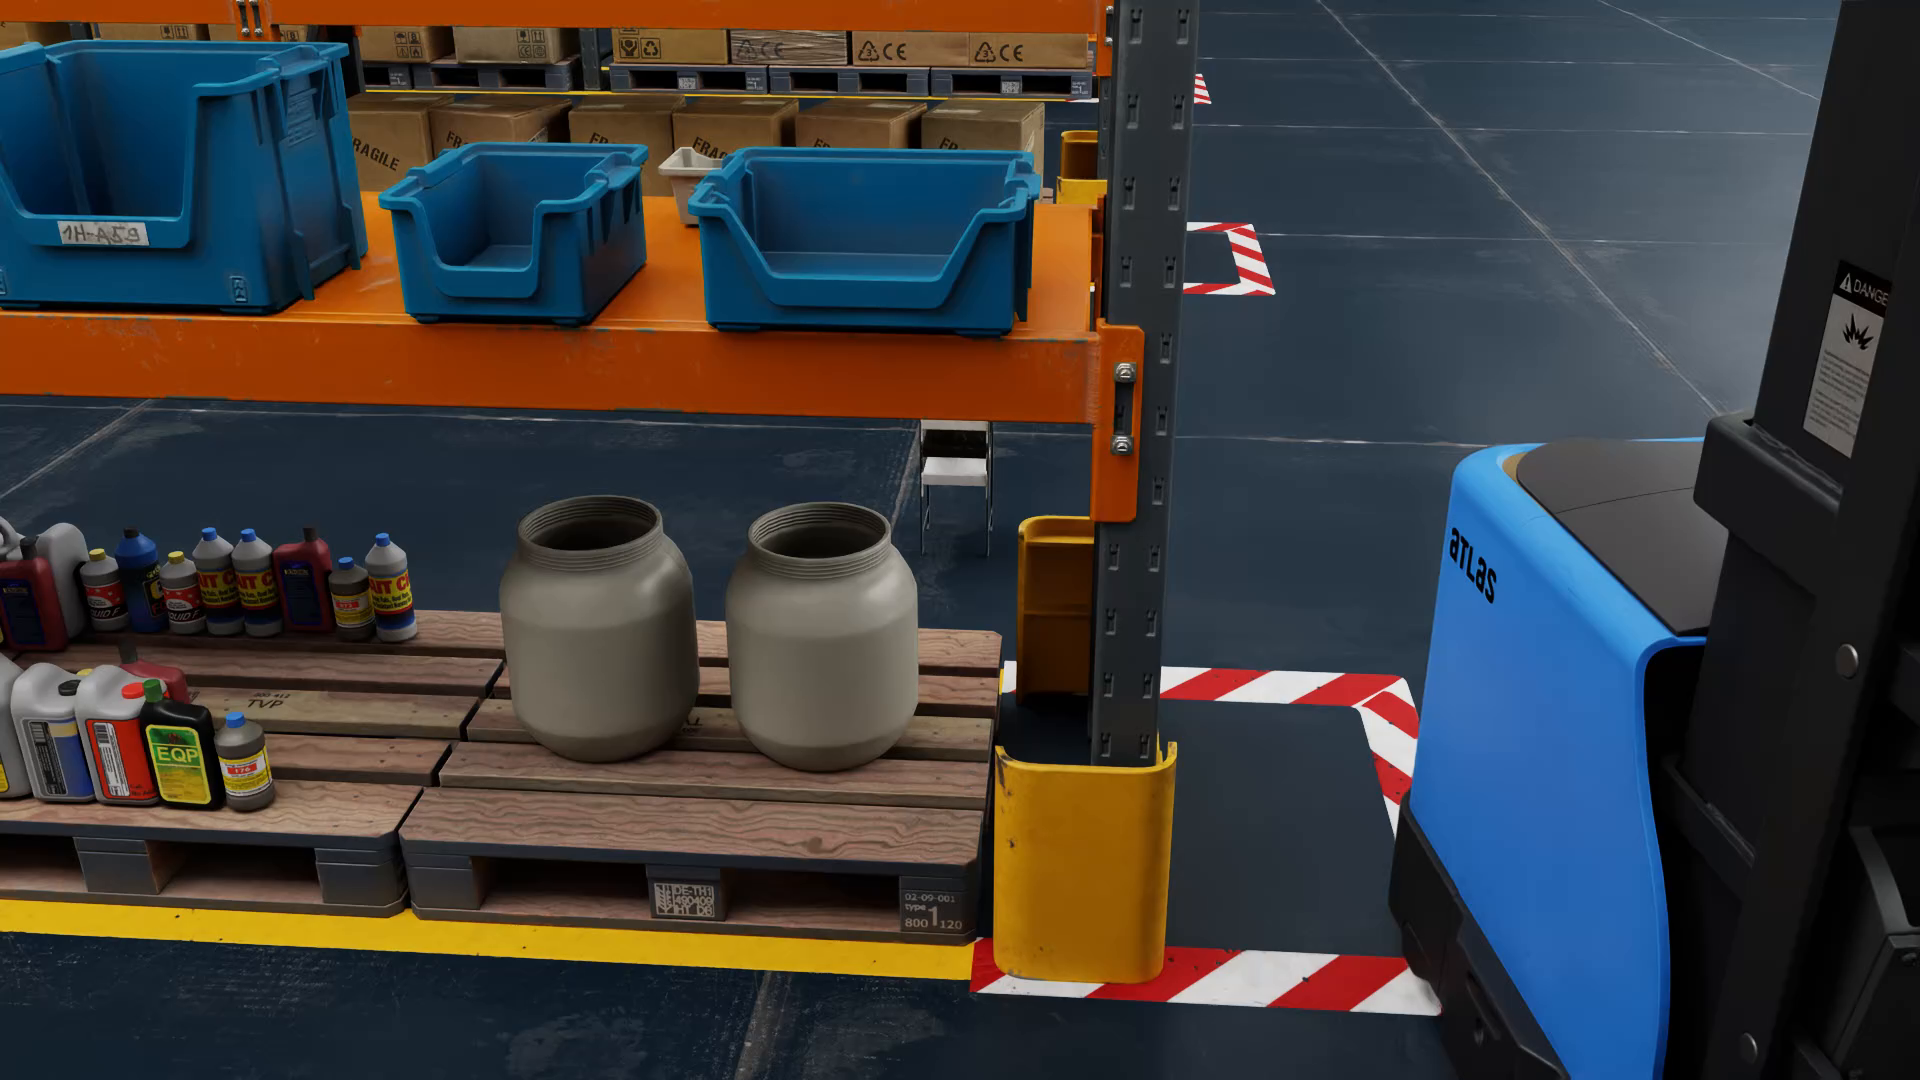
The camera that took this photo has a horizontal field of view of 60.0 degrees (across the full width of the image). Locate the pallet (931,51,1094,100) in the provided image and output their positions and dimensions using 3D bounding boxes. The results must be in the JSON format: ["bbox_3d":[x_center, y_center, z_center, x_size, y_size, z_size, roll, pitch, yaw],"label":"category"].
[{"bbox_3d":[0.416,-3.594,12.807,1.213,0.211,1.003,2,25,4],"label":"pallet"}]

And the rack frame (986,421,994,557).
[{"bbox_3d":[0.093,-0.406,5.055,0.006,0.900,0.240,2,25,4],"label":"rack frame"}]

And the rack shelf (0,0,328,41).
[{"bbox_3d":[-5.244,-2.669,8.322,4.000,0.370,1.077,2,25,4],"label":"rack shelf"}]

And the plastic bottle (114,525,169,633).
[{"bbox_3d":[-2.068,0.092,4.199,0.097,0.271,0.097,0,25,0],"label":"plastic bottle"}]

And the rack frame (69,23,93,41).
[{"bbox_3d":[-6.757,-5.123,12.796,0.127,3.000,1.000,2,25,4],"label":"rack frame"}]

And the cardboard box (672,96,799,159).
[{"bbox_3d":[-1.104,-1.918,8.319,0.500,0.500,0.500,4,25,9],"label":"cardboard box"}]

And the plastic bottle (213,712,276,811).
[{"bbox_3d":[-1.505,0.456,3.492,0.097,0.201,0.097,0,25,0],"label":"plastic bottle"}]

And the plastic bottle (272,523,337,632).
[{"bbox_3d":[-1.649,0.092,4.184,0.133,0.283,0.061,2,25,5],"label":"plastic bottle"}]

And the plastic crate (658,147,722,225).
[{"bbox_3d":[-0.508,-0.782,3.677,0.250,0.136,0.298,2,25,4],"label":"plastic crate"}]

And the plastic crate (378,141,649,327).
[{"bbox_3d":[-0.809,-0.586,3.113,0.408,0.251,0.499,2,25,4],"label":"plastic crate"}]

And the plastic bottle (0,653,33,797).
[{"bbox_3d":[-2.058,0.361,3.520,0.185,0.351,0.144,3,25,6],"label":"plastic bottle"}]

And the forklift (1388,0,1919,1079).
[{"bbox_3d":[1.544,0.061,1.612,1.130,2.935,3.031,-2,25,-5],"label":"forklift"}]

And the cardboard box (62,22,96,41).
[{"bbox_3d":[-7.443,-4.308,13.511,0.500,0.500,0.500,1,25,2],"label":"cardboard box"}]

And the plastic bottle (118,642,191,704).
[{"bbox_3d":[-1.747,0.355,3.613,0.133,0.283,0.061,2,25,4],"label":"plastic bottle"}]

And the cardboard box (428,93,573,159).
[{"bbox_3d":[-2.282,-1.942,8.370,0.500,0.500,0.500,10,27,21],"label":"cardboard box"}]

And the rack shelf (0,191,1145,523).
[{"bbox_3d":[-1.635,-0.476,3.557,4.000,0.370,1.077,2,25,4],"label":"rack shelf"}]

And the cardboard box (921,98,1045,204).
[{"bbox_3d":[0.117,-1.886,8.248,0.500,0.500,0.500,6,25,14],"label":"cardboard box"}]

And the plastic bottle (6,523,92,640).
[{"bbox_3d":[-2.289,0.094,4.189,0.135,0.276,0.152,2,25,5],"label":"plastic bottle"}]

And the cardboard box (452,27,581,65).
[{"bbox_3d":[-3.395,-4.147,12.862,0.750,0.750,1.050,2,25,4],"label":"cardboard box"}]

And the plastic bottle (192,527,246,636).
[{"bbox_3d":[-1.866,0.098,4.185,0.097,0.271,0.097,0,25,0],"label":"plastic bottle"}]

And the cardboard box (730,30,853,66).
[{"bbox_3d":[-1.248,-4.144,12.708,0.875,0.875,0.875,2,25,4],"label":"cardboard box"}]

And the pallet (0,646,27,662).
[{"bbox_3d":[-2.962,0.438,4.045,1.213,0.211,1.003,2,25,4],"label":"pallet"}]

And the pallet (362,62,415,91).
[{"bbox_3d":[-4.764,-3.760,13.169,1.213,0.211,1.003,2,25,4],"label":"pallet"}]

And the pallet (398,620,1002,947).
[{"bbox_3d":[-0.529,0.517,3.875,1.213,0.211,1.003,2,25,4],"label":"pallet"}]

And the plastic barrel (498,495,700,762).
[{"bbox_3d":[-0.802,0.195,3.712,0.421,0.512,0.421,0,25,0],"label":"plastic barrel"}]

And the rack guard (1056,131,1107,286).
[{"bbox_3d":[0.663,-1.670,8.282,0.348,0.500,1.175,2,25,4],"label":"rack guard"}]

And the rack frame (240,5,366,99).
[{"bbox_3d":[-3.250,-2.931,8.032,0.127,3.000,1.000,2,25,4],"label":"rack frame"}]

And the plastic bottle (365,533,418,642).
[{"bbox_3d":[-1.424,0.113,4.155,0.097,0.271,0.097,0,25,0],"label":"plastic bottle"}]

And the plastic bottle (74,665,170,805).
[{"bbox_3d":[-1.754,0.403,3.518,0.135,0.276,0.152,2,25,4],"label":"plastic bottle"}]

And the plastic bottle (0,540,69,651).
[{"bbox_3d":[-2.297,0.135,4.091,0.133,0.283,0.061,2,25,4],"label":"plastic bottle"}]

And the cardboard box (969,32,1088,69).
[{"bbox_3d":[0.538,-4.087,12.583,0.875,0.875,0.875,2,25,4],"label":"cardboard box"}]

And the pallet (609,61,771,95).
[{"bbox_3d":[-2.017,-3.672,12.977,1.213,0.211,1.003,2,25,4],"label":"pallet"}]

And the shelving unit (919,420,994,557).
[{"bbox_3d":[-0.008,-0.409,5.062,0.210,0.900,0.258,2,25,4],"label":"shelving unit"}]

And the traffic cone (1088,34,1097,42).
[{"bbox_3d":[1.224,-4.784,15.093,0.334,0.463,0.336,2,25,4],"label":"traffic cone"}]

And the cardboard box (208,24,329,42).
[{"bbox_3d":[-5.285,-4.209,12.997,0.750,0.750,1.050,2,25,5],"label":"cardboard box"}]

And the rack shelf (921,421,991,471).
[{"bbox_3d":[-0.008,-0.297,5.114,0.200,0.077,0.258,2,25,4],"label":"rack shelf"}]
